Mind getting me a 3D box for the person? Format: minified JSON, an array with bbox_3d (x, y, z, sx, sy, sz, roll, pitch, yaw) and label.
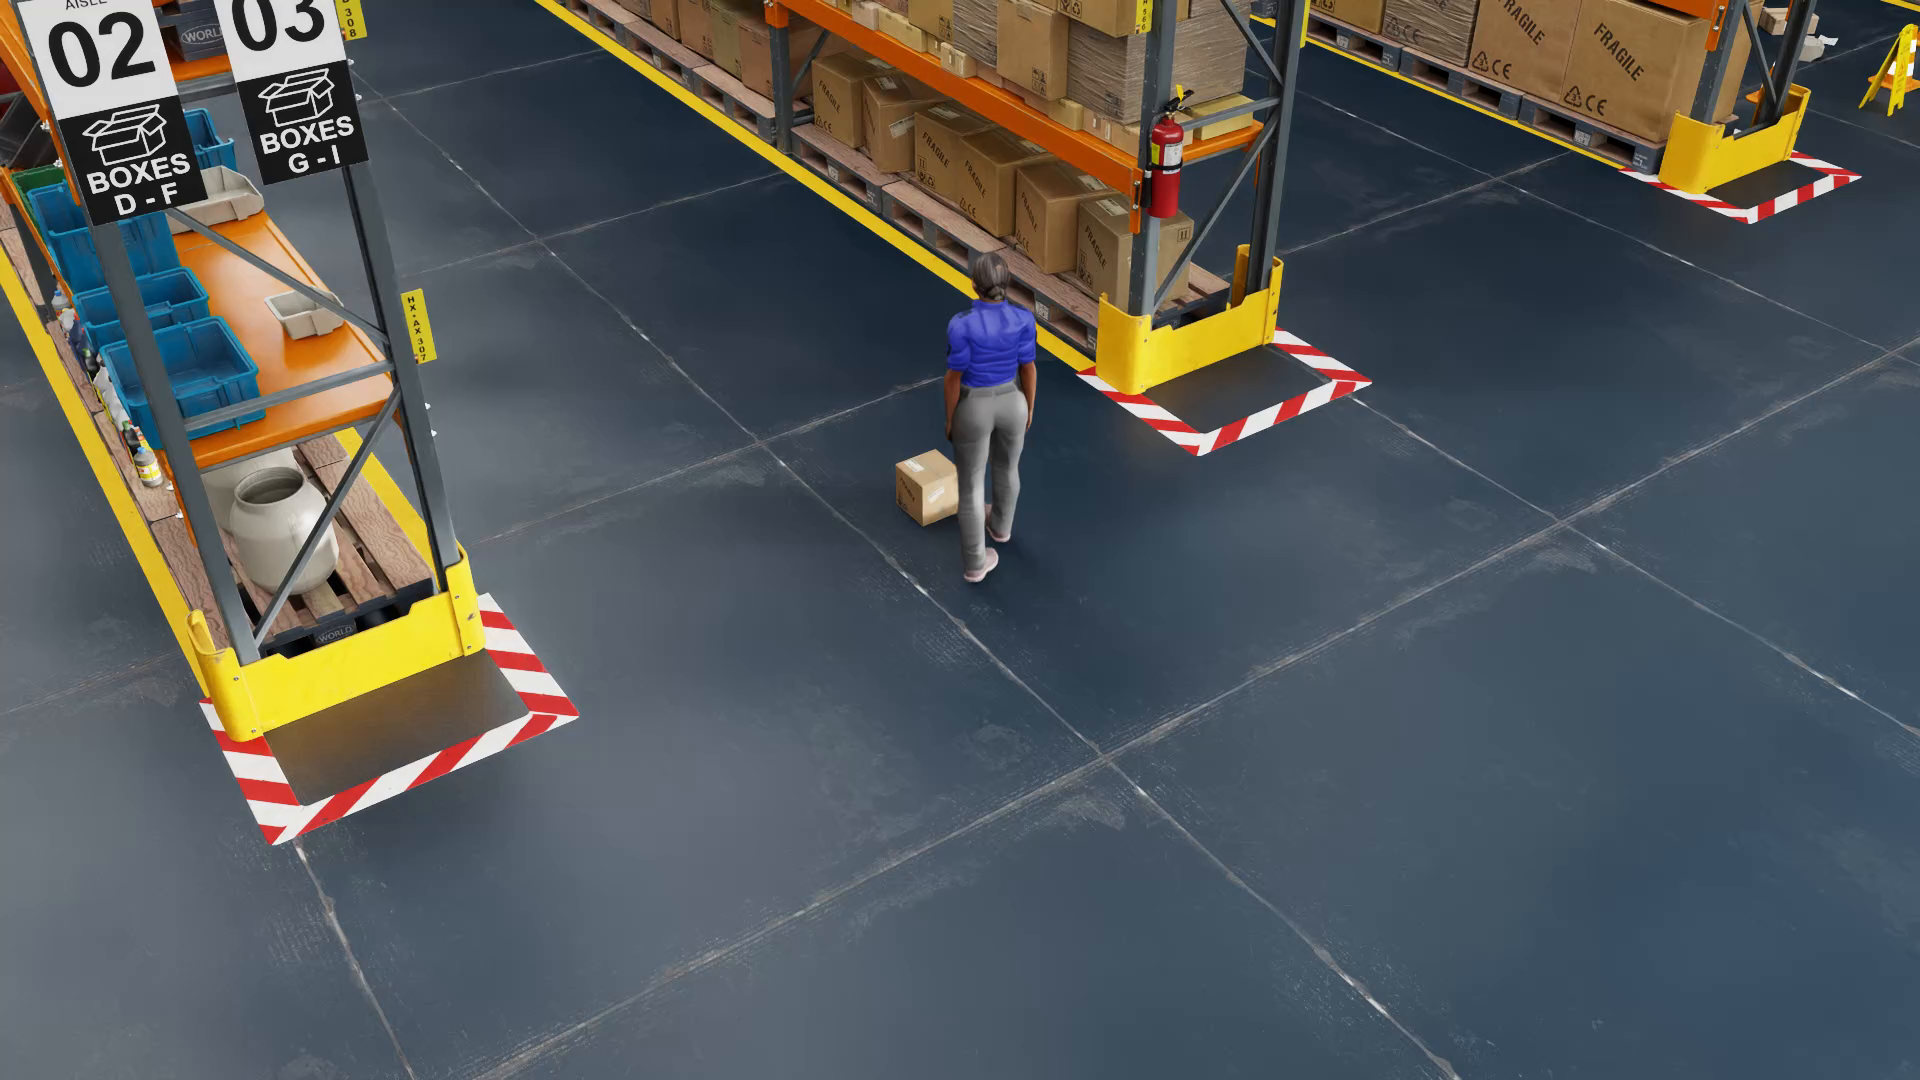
[{"bbox_3d":[0.119,-0.622,7.834,0.446,1.660,0.589,-10,38,-13],"label":"person"}]
